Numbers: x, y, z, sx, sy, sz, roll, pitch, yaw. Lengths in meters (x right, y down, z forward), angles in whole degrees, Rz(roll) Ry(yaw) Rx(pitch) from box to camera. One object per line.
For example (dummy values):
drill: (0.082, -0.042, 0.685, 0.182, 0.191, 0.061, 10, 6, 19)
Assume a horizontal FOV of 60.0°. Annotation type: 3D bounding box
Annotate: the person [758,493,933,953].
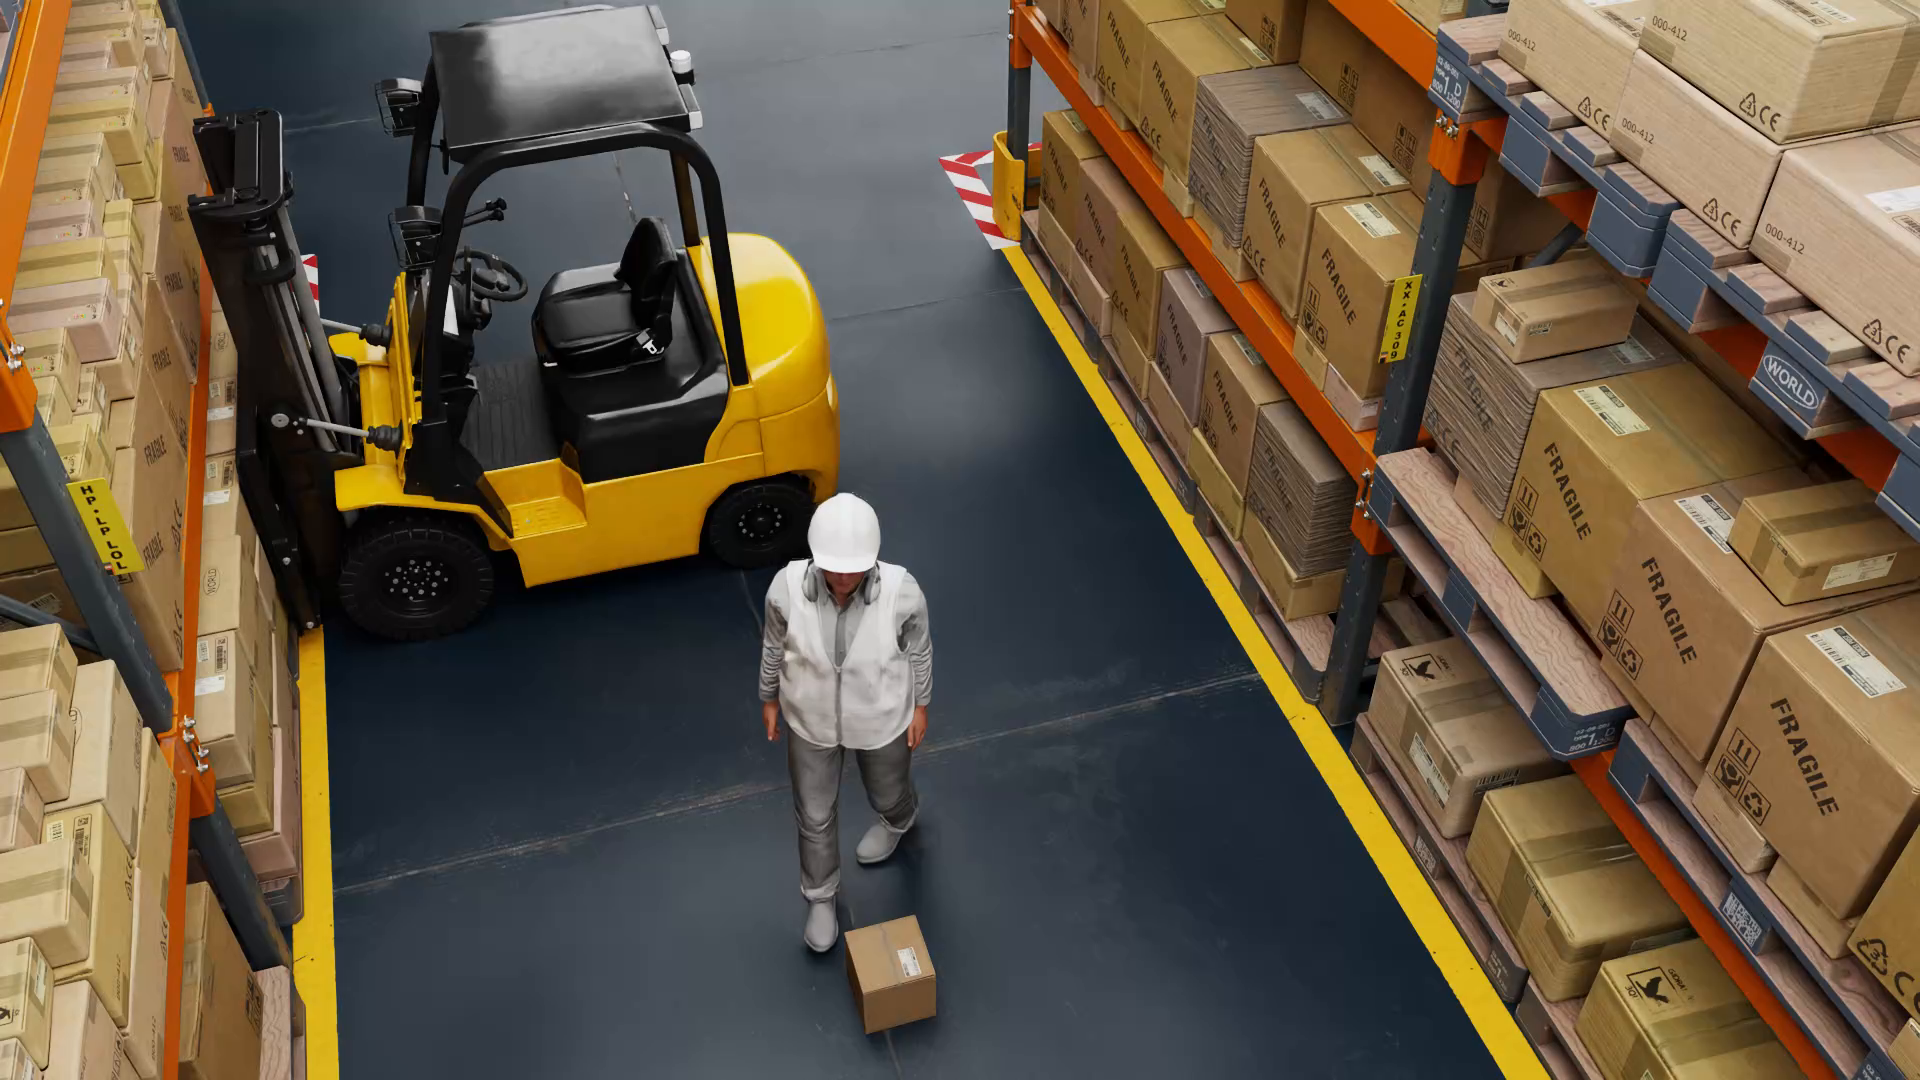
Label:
person: (-0.386, 0.597, 5.473, 0.581, 1.771, 0.684, 3, 42, 3)
